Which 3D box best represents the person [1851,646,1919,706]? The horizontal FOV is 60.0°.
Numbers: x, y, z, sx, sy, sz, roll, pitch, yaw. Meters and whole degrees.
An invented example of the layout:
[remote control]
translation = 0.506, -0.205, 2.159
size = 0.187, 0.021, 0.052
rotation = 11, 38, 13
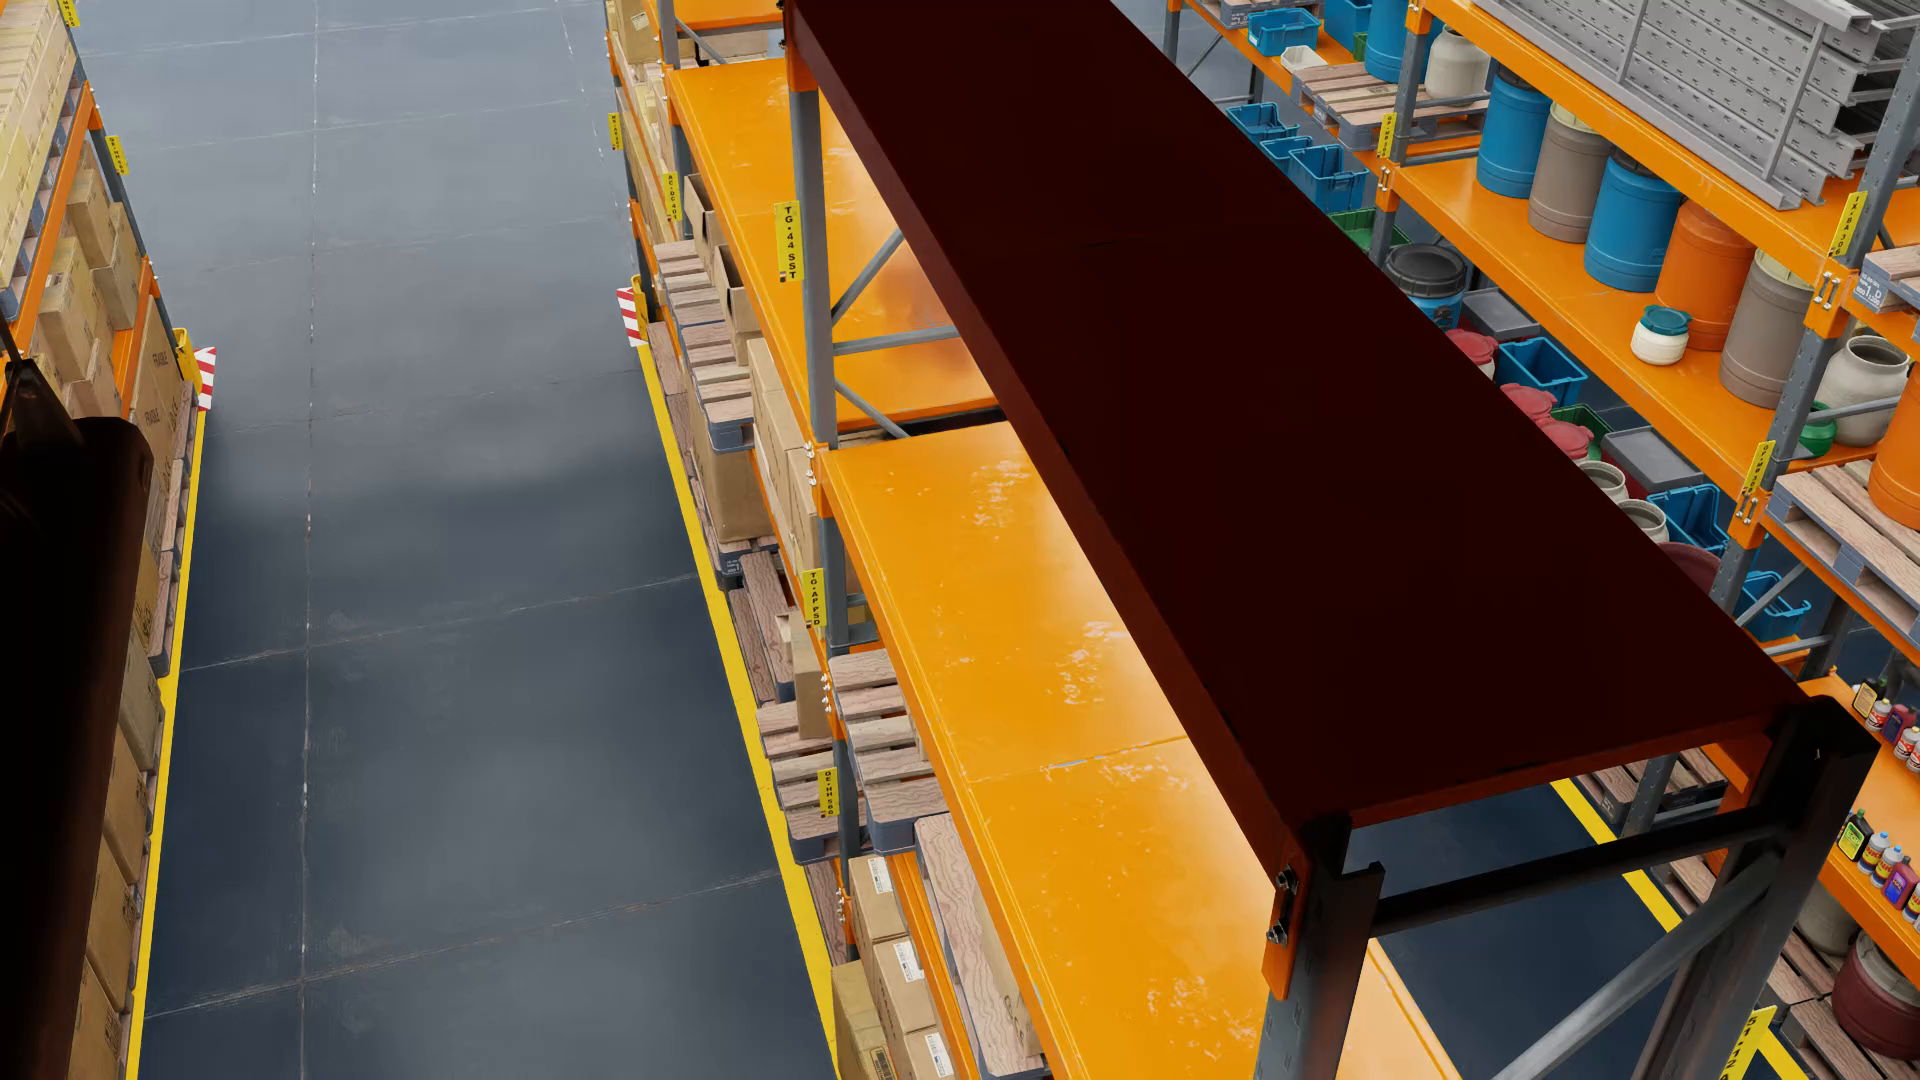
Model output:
[person]
translation = 6.390, 0.616, 10.777
size = 0.538, 1.617, 0.786
rotation = -10, 40, -13
